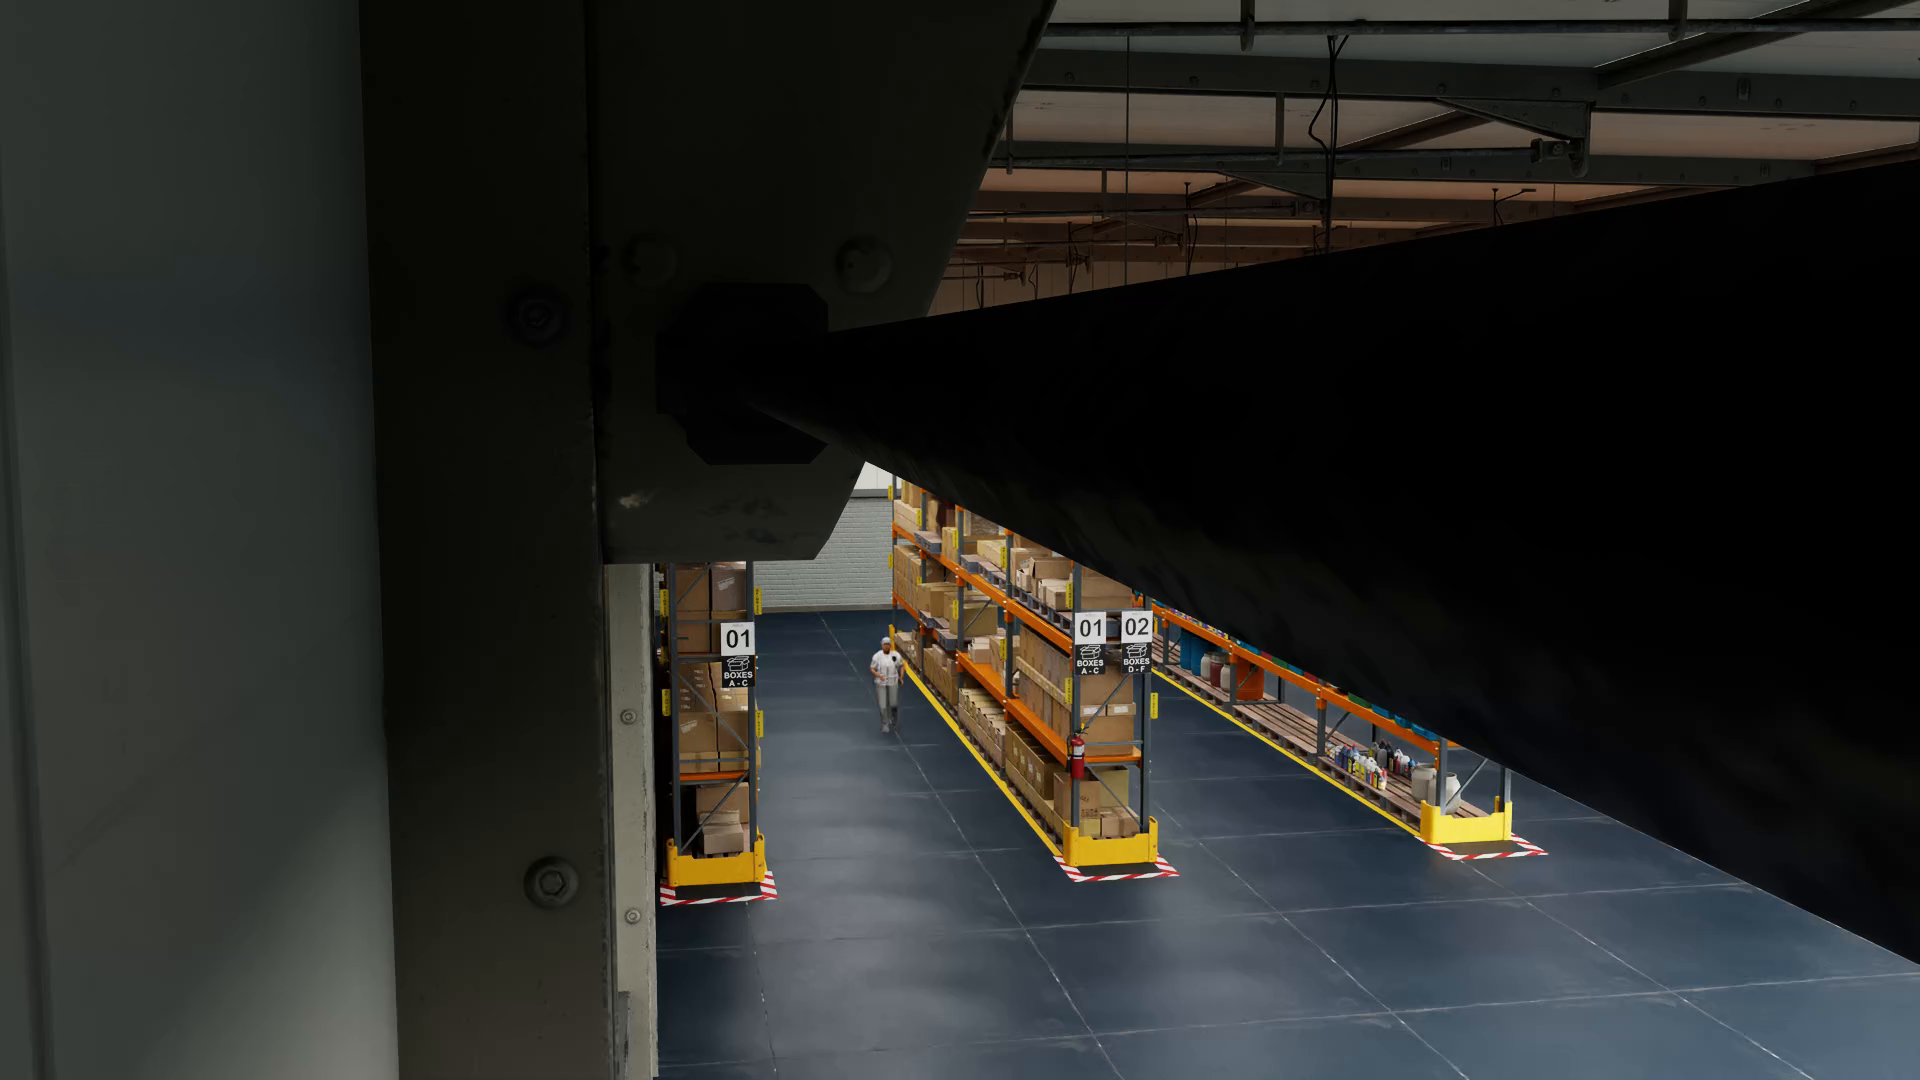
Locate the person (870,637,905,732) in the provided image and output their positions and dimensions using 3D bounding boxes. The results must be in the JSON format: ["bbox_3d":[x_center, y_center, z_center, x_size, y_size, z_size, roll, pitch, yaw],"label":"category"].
[{"bbox_3d":[-1.229,2.469,28.311,0.599,1.628,0.532,0,6,-3],"label":"person"}]

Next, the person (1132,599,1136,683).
[{"bbox_3d":[3.433,1.967,33.002,0.682,1.689,0.832,1,6,14],"label":"person"}]
